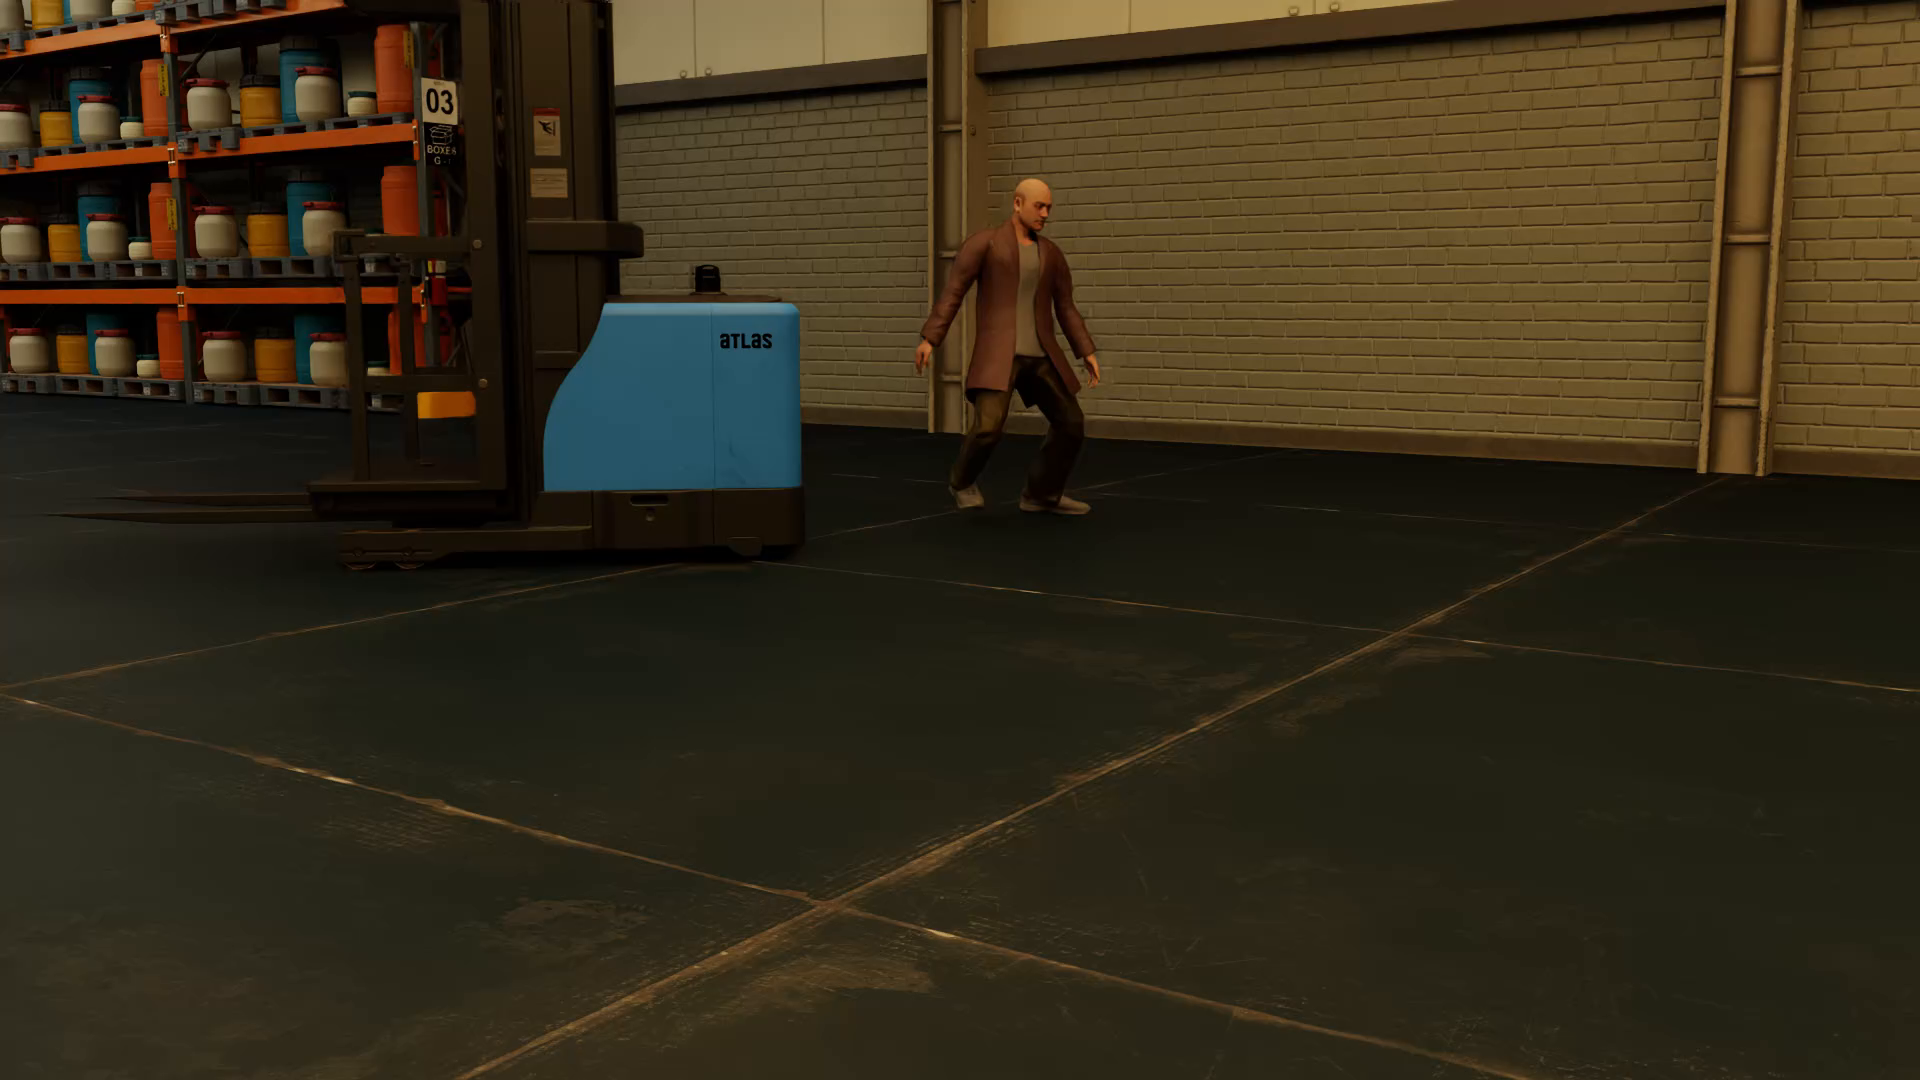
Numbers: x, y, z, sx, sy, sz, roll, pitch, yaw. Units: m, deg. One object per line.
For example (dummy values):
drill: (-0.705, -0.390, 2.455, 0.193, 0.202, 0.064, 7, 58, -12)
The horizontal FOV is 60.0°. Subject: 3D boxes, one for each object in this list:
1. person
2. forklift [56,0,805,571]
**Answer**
person: (0.249, -0.940, 8.281, 0.939, 1.687, 0.577, -3, 9, -22)
forklift: (-2.209, -1.406, 7.078, 3.031, 2.935, 1.130, -1, 8, -7)
